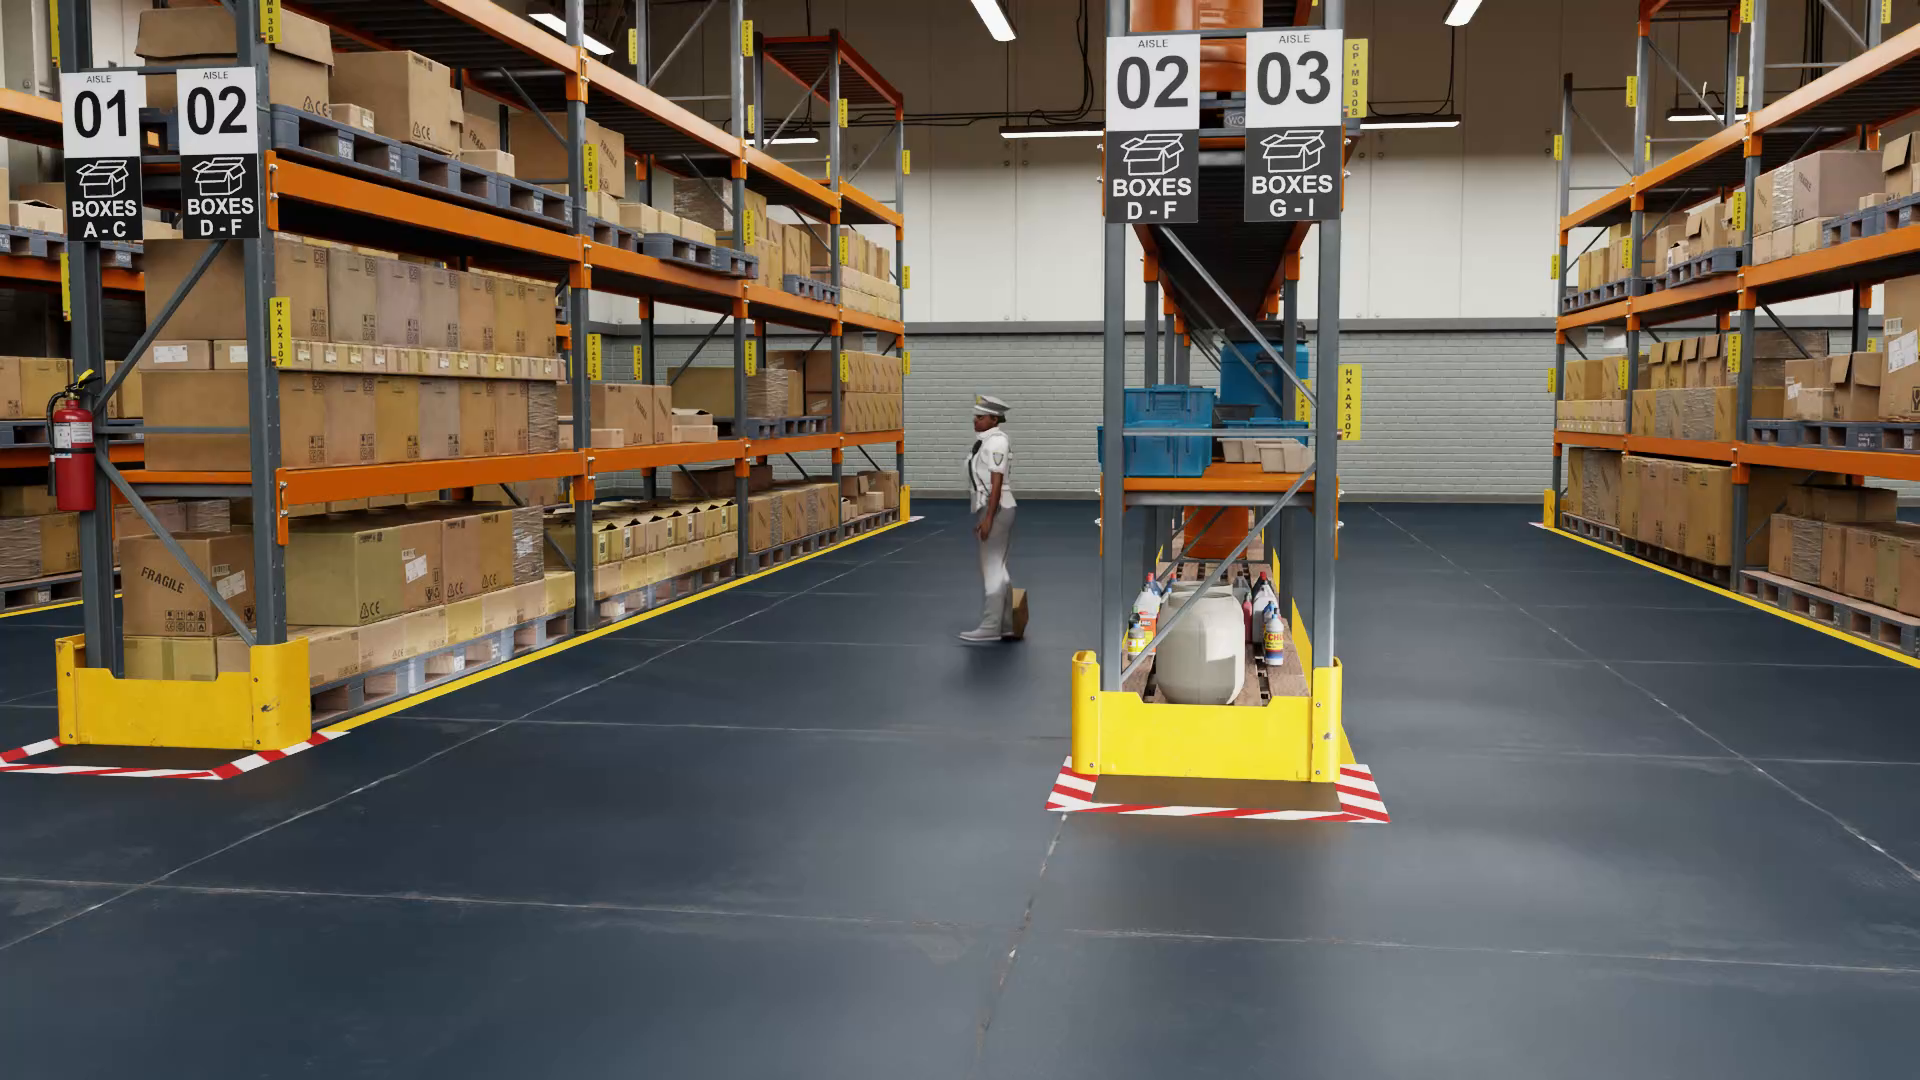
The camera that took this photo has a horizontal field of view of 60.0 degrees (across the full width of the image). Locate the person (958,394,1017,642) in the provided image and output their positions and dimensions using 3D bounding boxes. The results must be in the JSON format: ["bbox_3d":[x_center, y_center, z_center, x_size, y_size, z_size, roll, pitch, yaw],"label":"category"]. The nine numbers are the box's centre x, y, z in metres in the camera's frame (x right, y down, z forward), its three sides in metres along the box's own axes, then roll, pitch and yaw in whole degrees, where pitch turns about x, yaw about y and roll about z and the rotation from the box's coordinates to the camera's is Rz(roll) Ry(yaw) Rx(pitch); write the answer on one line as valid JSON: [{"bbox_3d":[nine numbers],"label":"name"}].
[{"bbox_3d":[0.178,-0.148,11.339,0.427,1.683,0.548,-1,5,-7],"label":"person"}]
